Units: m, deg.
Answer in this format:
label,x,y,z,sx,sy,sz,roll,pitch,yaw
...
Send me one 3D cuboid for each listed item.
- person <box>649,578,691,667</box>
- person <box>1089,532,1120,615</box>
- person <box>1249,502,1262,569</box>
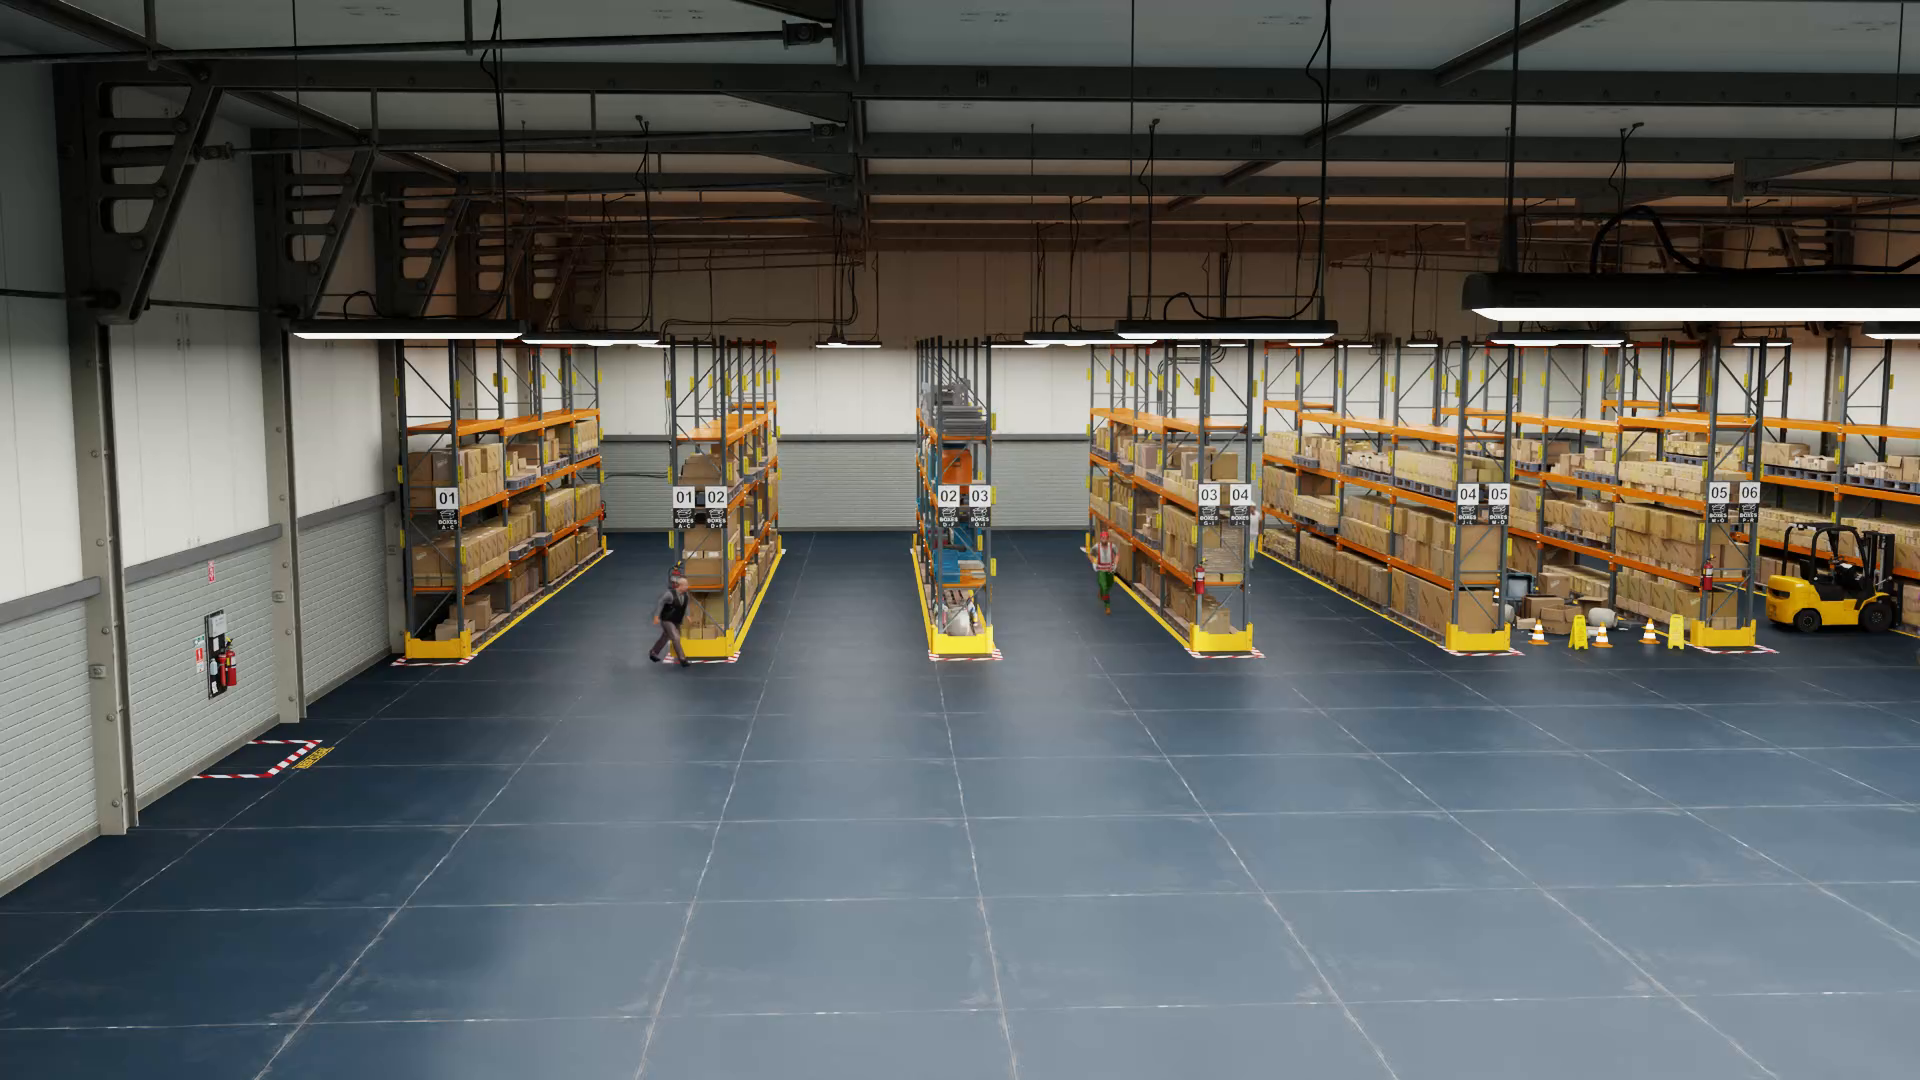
label,x,y,z,sx,sy,sz,roll,pitch,yaw
person,-5.226,1.527,30.155,1.143,1.483,0.692,4,8,34
person,3.142,0.676,36.278,0.659,1.775,1.039,-1,7,-7
person,7.696,-0.142,44.152,0.727,1.747,0.883,-1,7,-7
